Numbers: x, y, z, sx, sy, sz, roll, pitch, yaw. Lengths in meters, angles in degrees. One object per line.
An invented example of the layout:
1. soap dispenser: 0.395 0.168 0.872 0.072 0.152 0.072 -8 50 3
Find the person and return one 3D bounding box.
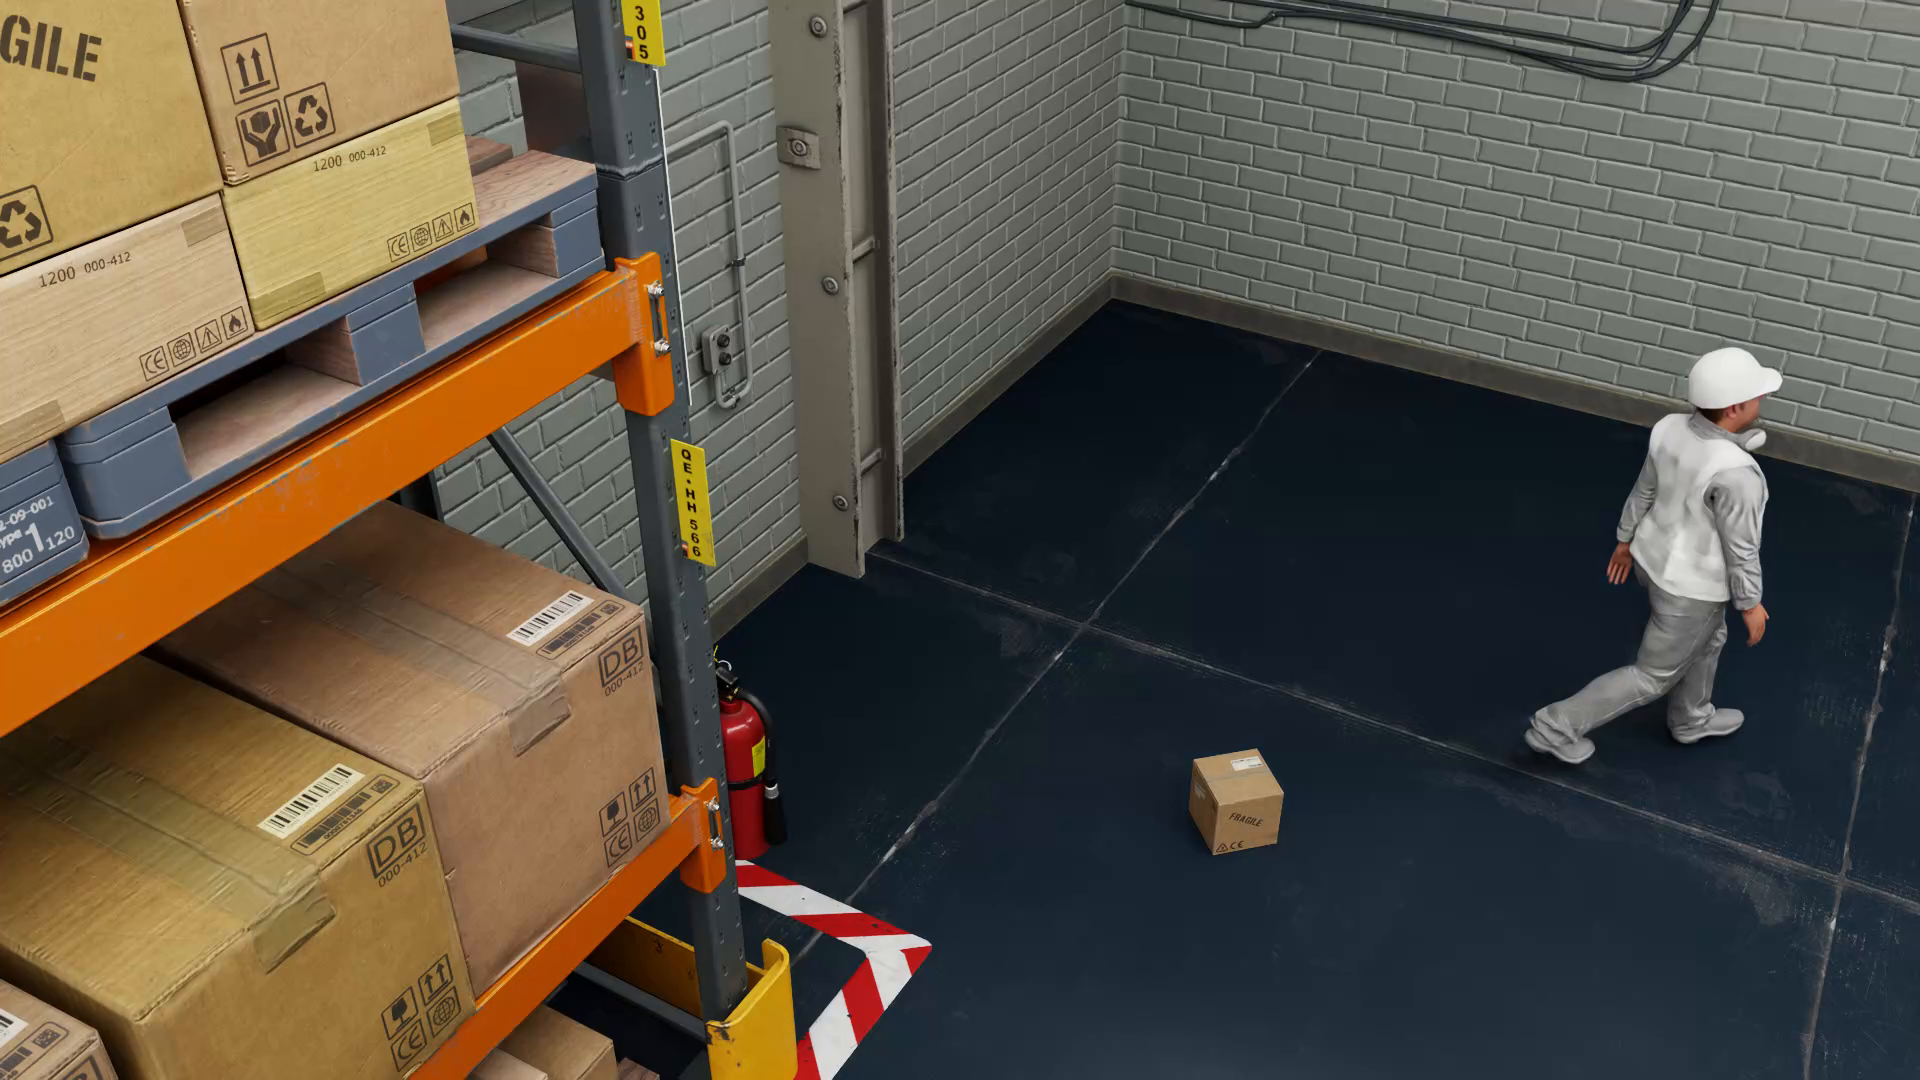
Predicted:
1. person: 2.605 0.113 5.954 0.973 1.735 0.558 -3 34 -5
